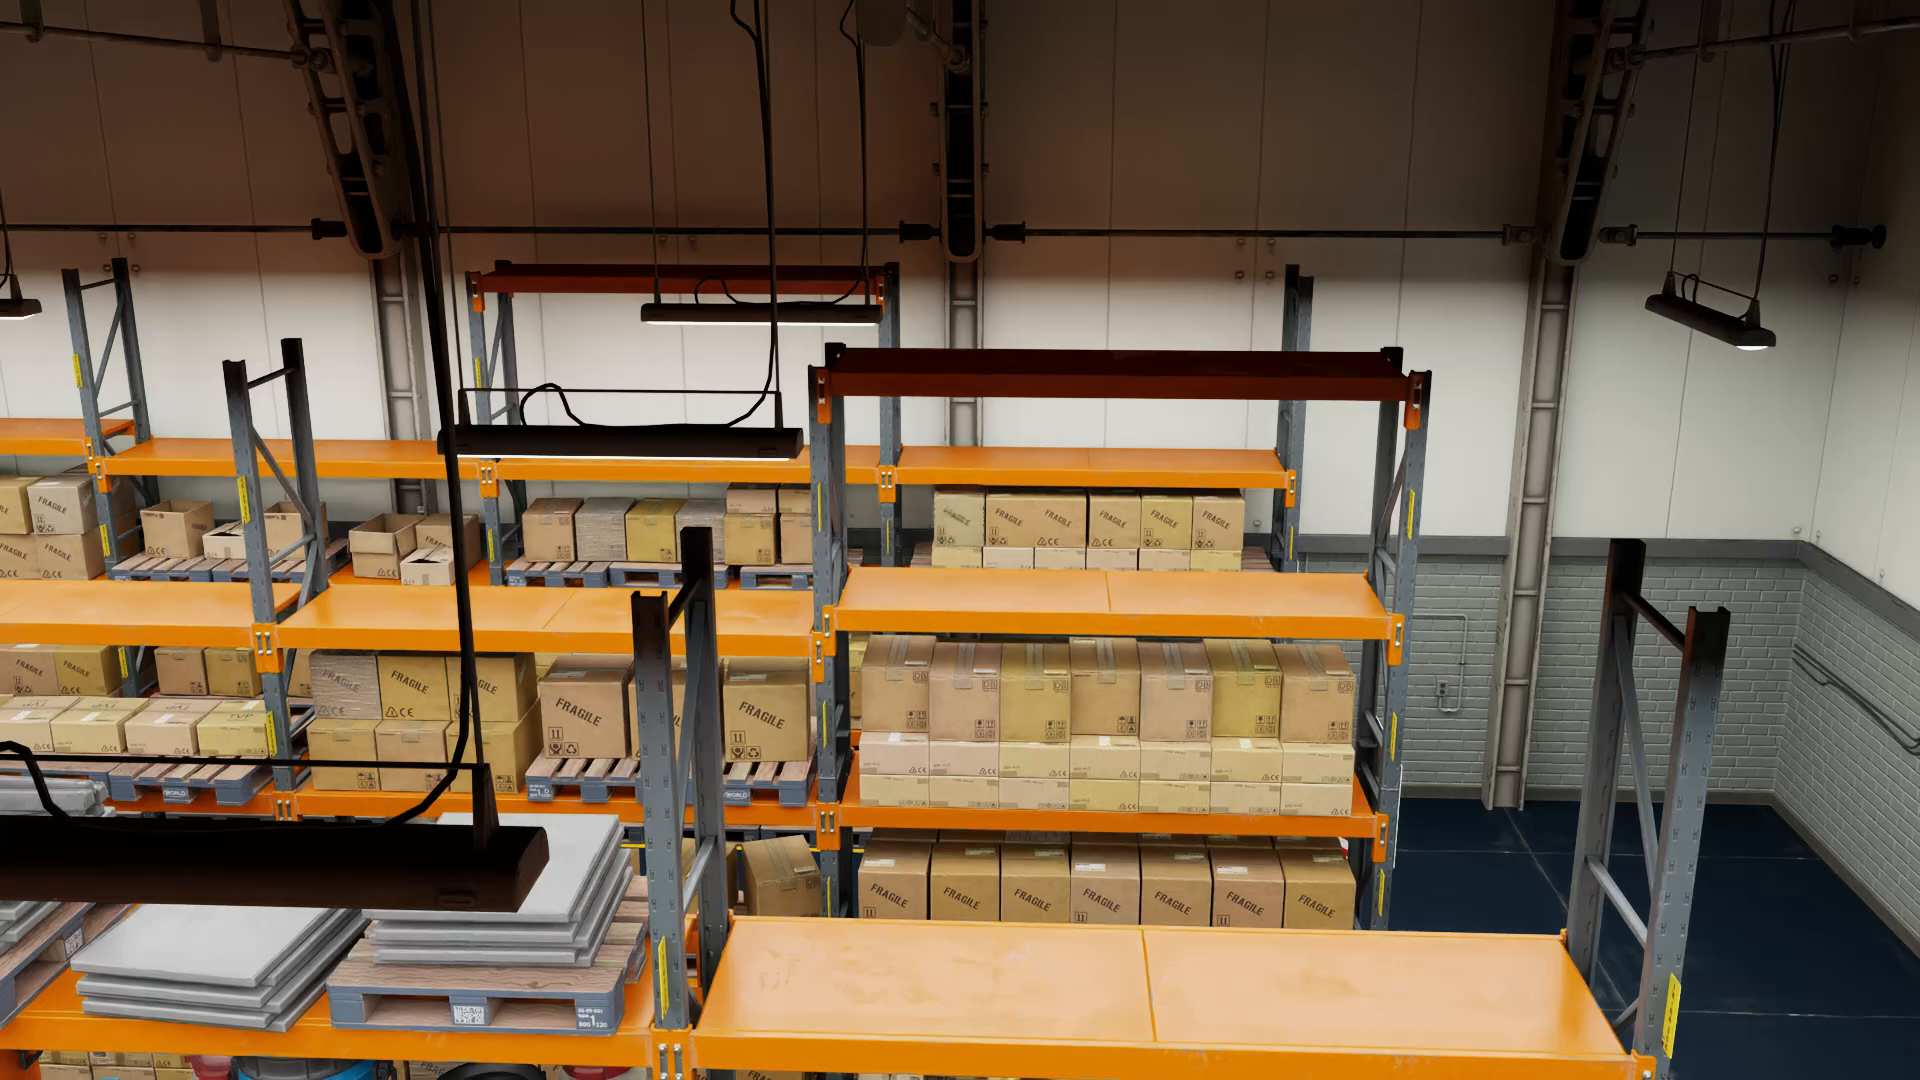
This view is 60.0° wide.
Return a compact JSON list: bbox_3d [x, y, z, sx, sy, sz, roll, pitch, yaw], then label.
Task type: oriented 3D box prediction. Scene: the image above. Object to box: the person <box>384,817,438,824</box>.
[{"bbox_3d":[-5.360,2.744,16.098,0.843,1.730,0.556,3,16,9],"label":"person"}]
